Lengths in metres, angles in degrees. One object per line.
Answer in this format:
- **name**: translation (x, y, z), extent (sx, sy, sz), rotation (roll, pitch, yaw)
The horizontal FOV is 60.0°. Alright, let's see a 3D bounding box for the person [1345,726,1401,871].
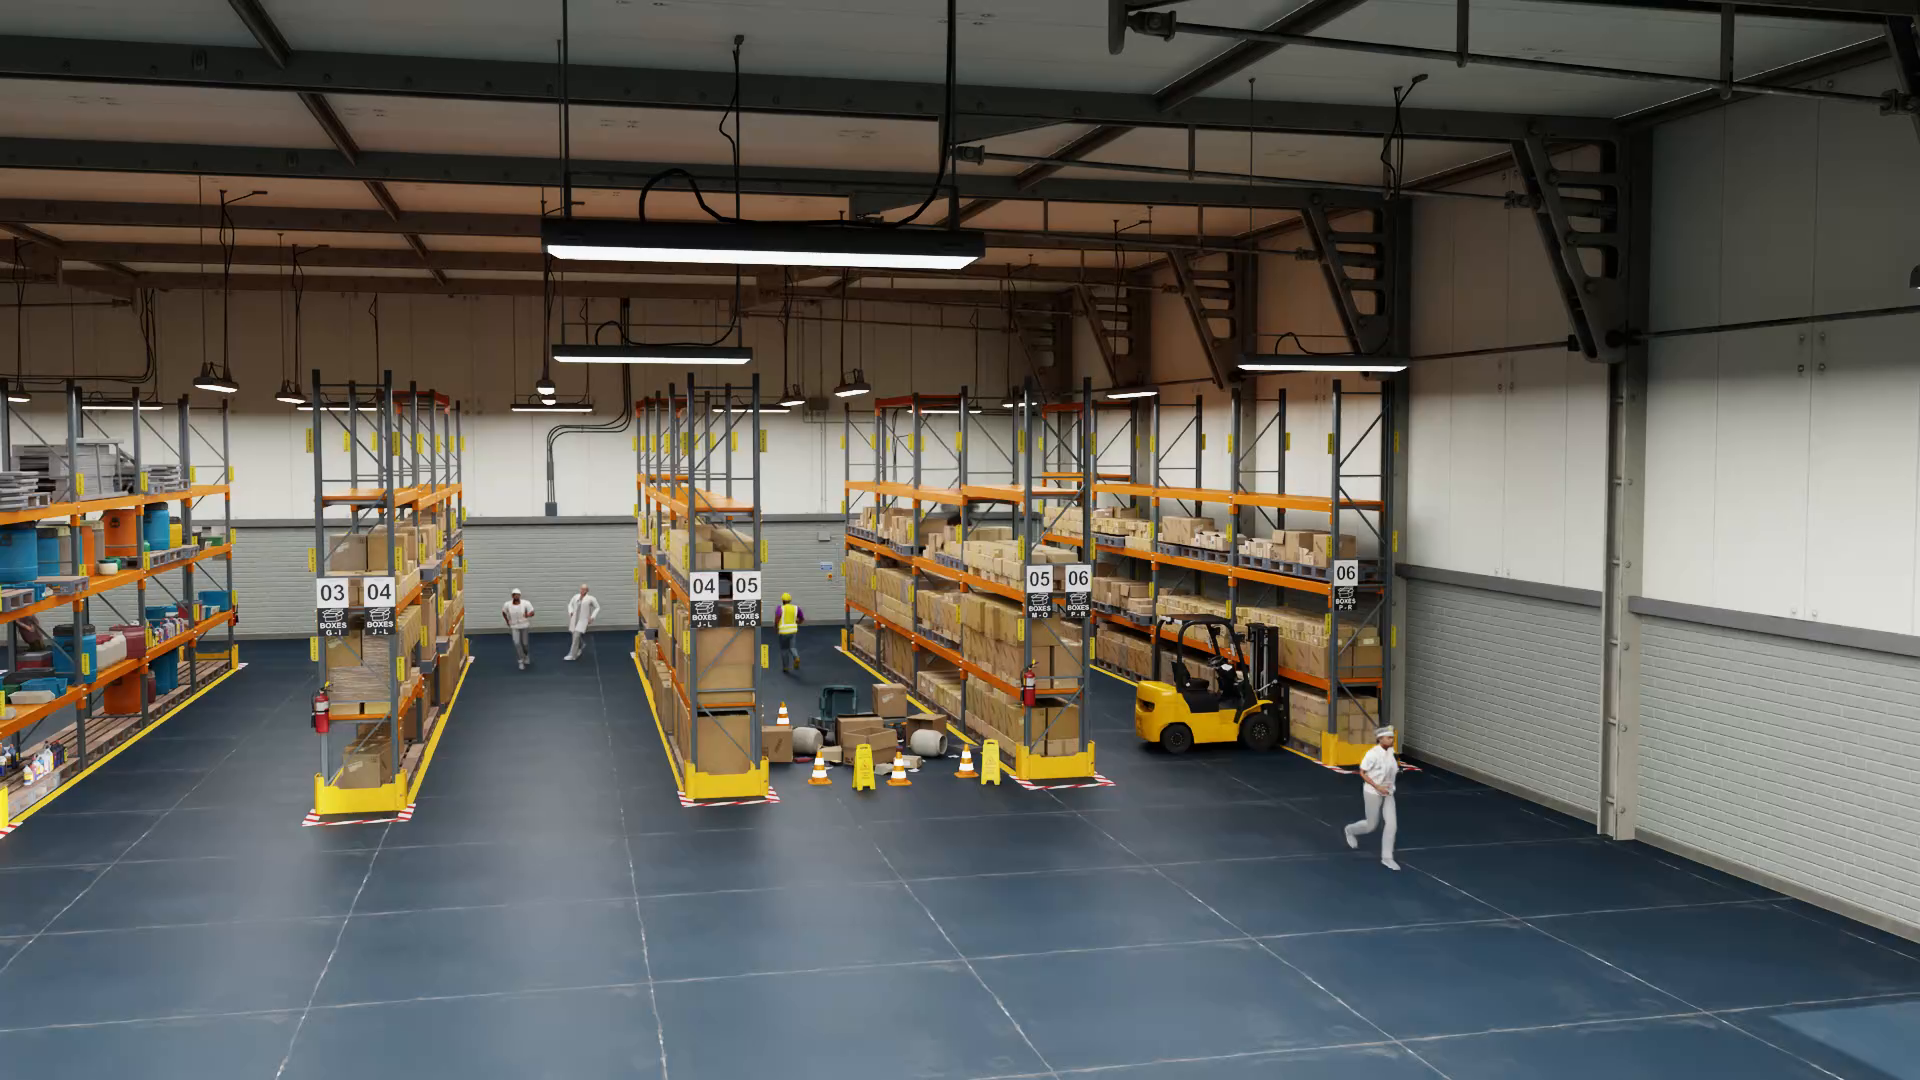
- **person**: translation (4.979, 3.030, 19.865), extent (0.599, 1.687, 0.876), rotation (-2, 4, -35)

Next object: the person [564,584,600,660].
- **person**: translation (-8.750, 1.900, 38.537), extent (0.778, 1.746, 0.946), rotation (1, 3, 16)

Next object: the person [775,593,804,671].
- **person**: translation (-3.732, 2.037, 36.261), extent (0.725, 1.756, 0.986), rotation (-2, 4, -27)

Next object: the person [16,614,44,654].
- **person**: translation (-20.704, 2.025, 36.933), extent (0.609, 1.725, 0.743), rotation (1, 3, 10)

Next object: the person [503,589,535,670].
- **person**: translation (-9.851, 1.968, 37.126), extent (0.702, 1.779, 0.915), rotation (-1, 3, -14)
